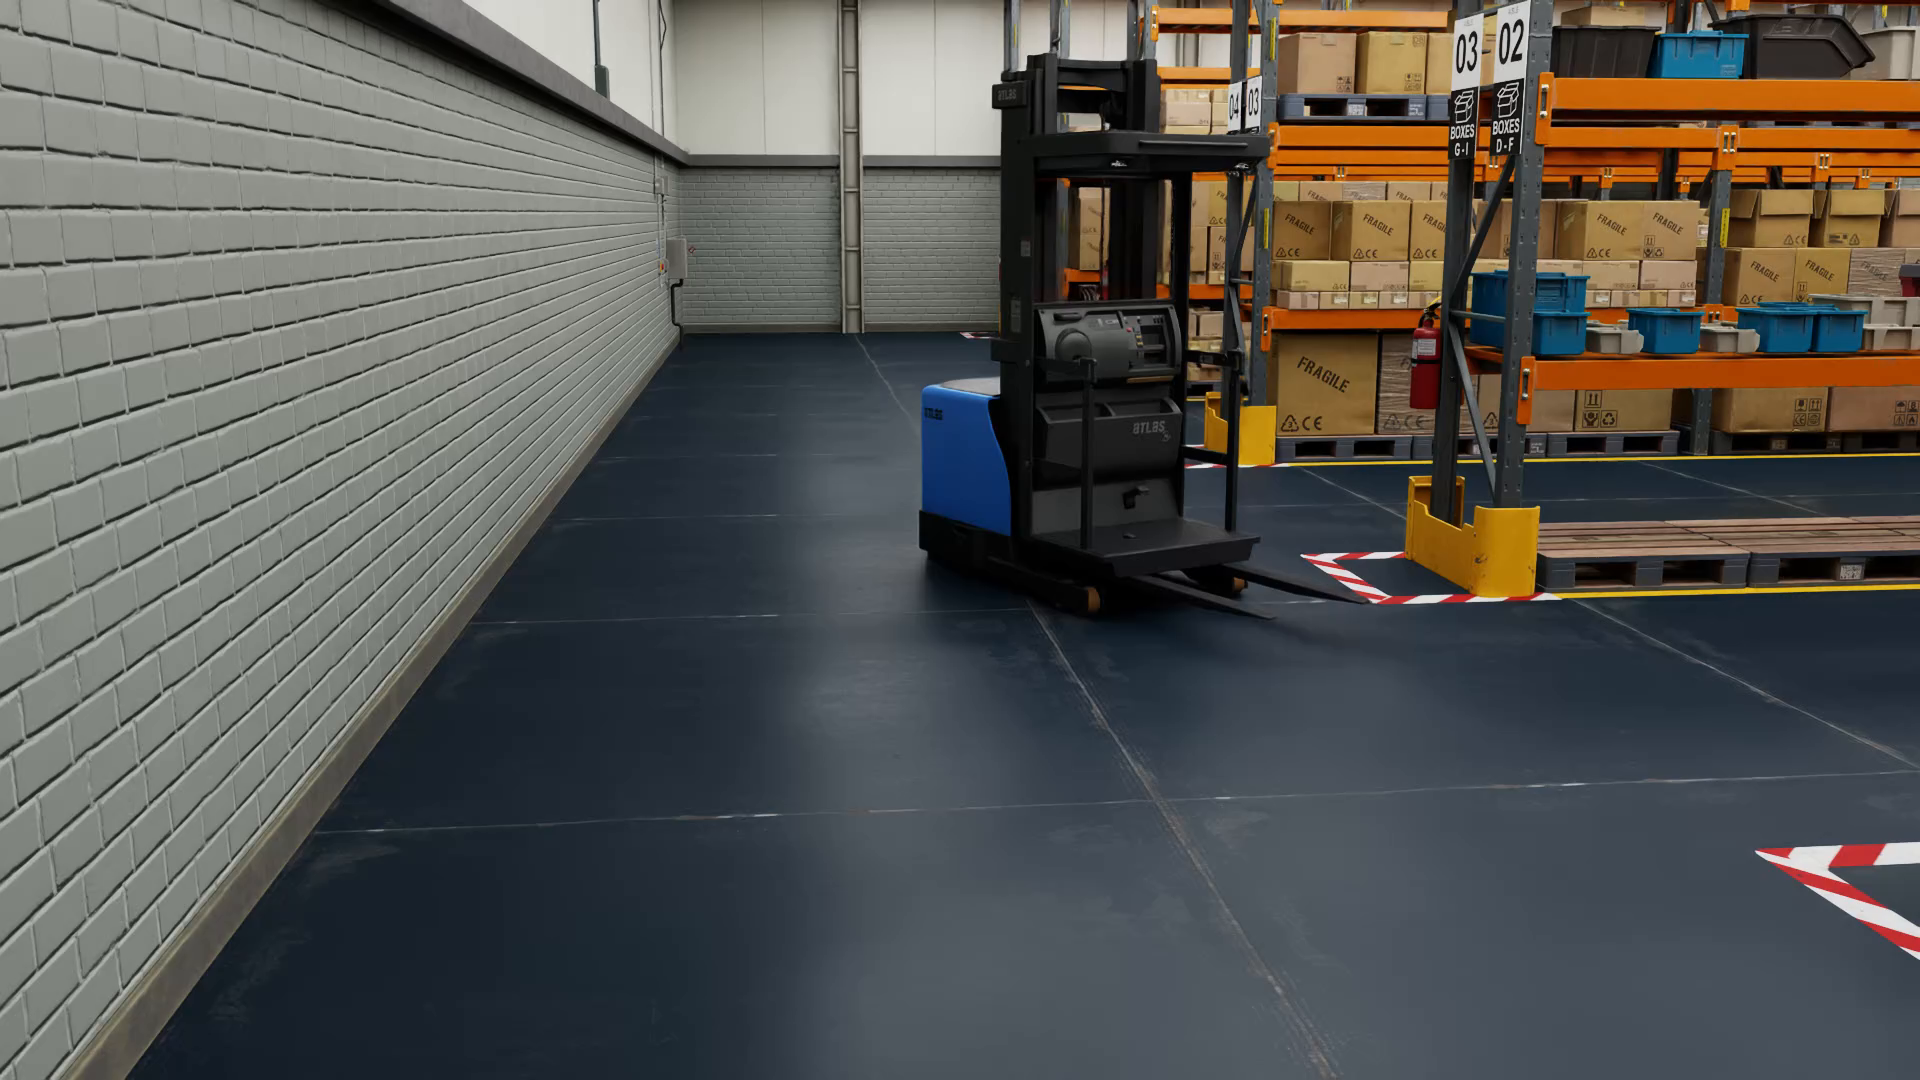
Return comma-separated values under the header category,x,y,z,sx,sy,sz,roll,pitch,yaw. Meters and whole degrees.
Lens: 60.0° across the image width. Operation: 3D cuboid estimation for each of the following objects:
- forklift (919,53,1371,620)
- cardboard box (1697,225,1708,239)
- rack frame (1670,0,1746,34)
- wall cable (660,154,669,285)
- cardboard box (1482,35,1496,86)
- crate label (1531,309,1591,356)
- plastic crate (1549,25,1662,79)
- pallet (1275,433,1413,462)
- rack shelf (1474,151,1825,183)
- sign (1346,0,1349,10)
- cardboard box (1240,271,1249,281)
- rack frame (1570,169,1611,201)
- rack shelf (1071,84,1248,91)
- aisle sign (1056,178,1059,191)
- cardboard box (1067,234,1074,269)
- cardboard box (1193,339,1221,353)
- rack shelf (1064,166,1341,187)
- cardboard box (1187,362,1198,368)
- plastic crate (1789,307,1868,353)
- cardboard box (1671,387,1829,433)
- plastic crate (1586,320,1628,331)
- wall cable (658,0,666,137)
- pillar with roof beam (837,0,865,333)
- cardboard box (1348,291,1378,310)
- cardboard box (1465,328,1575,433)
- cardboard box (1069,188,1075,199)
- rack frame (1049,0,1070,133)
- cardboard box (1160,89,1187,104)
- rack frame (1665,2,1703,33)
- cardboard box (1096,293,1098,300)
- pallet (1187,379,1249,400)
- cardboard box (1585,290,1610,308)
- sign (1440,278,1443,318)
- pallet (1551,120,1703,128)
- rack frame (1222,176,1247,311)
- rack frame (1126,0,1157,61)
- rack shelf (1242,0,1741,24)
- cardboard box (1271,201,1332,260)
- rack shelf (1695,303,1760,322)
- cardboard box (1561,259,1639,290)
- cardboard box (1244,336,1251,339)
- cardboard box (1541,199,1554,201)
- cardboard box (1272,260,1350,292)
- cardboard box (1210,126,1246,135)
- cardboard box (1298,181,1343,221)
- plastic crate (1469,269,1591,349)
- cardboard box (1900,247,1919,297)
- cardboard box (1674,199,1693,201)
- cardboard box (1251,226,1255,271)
category,x,y,z,sx,sy,sz,roll,pitch,yaw
forklift,0.948,-1.133,9.032,1.130,2.935,3.031,-7,13,-31
cardboard box,8.540,-3.594,19.395,0.250,0.149,0.380,-1,11,-6
rack frame,6.452,-5.245,14.220,0.127,3.000,1.000,-1,11,-6
wall cable,-4.363,-4.767,24.706,0.122,1.984,0.588,-1,11,-6
cardboard box,4.610,-4.056,14.339,0.500,0.500,0.700,-1,11,-4
crate label,3.291,-1.158,9.259,0.303,0.233,0.416,-1,11,-6
plastic crate,3.423,-2.631,9.036,0.590,0.269,0.497,-1,11,-6
pallet,3.262,-0.882,14.805,1.213,0.211,1.003,-1,11,-6
rack shelf,8.005,-4.415,19.640,4.000,0.370,1.077,-1,11,-6
sign,5.417,-7.575,23.238,0.005,0.325,0.100,-1,11,-6
cardboard box,3.162,-3.032,19.168,0.250,0.149,0.380,-1,11,-3
rack frame,9.358,-4.285,24.890,0.127,3.000,1.000,-1,11,-6
rack shelf,2.854,-7.701,28.587,4.000,0.370,1.077,-1,11,-6
aisle sign,1.365,-5.337,23.501,0.004,0.787,0.394,-1,11,-6
cardboard box,1.856,-4.229,24.342,0.500,0.500,0.500,-1,11,-6
cardboard box,2.859,-2.245,19.272,0.250,0.149,0.380,-1,11,-5
rack shelf,3.393,-5.279,24.034,4.000,0.370,1.077,-1,11,-6
cardboard box,2.589,-2.086,19.235,0.250,0.149,0.380,-1,11,-4
plastic crate,4.899,-1.191,9.430,0.300,0.233,0.416,-1,11,-6
cardboard box,7.086,-1.482,15.051,0.875,0.875,1.225,-1,11,-6
plastic crate,3.801,-1.220,9.826,0.243,0.136,0.396,-1,11,-6
wall cable,-4.561,-7.587,26.037,0.133,3.039,2.988,-1,11,-6
pillar with roof beam,-1.448,-7.305,24.699,0.400,9.000,9.100,-1,11,-6
cardboard box,3.373,-2.050,14.171,0.250,0.149,0.380,-1,11,-7
cardboard box,4.892,-1.448,14.876,0.875,0.875,0.875,-1,11,-6
cardboard box,1.740,-5.022,24.107,0.250,0.149,0.380,-1,11,-5
rack frame,1.405,-7.062,23.463,0.127,3.000,1.000,-1,11,-6
cardboard box,2.387,-4.974,18.675,0.250,0.149,0.380,-1,11,-7
rack frame,12.795,-8.264,29.576,0.127,3.000,1.000,-1,11,-6
cardboard box,2.338,-4.055,29.109,0.500,0.500,0.700,-1,11,-4
pallet,2.927,-1.815,19.553,1.213,0.211,1.003,-1,11,-6
cardboard box,5.417,-2.093,14.389,0.250,0.149,0.380,-1,11,-5
sign,2.935,-1.454,10.063,0.005,0.325,0.100,-1,11,-6
pallet,5.637,-3.715,14.442,1.213,0.211,1.003,-1,11,-6
rack frame,4.842,-5.154,29.307,0.127,3.000,1.000,-1,11,-6
rack frame,2.040,-6.115,18.645,0.127,3.000,1.000,-1,11,-6
rack shelf,4.464,-4.654,14.116,4.000,0.370,1.077,-1,11,-6
cardboard box,2.931,-2.719,14.596,0.500,0.500,0.500,-1,11,-5
rack shelf,8.440,-1.990,15.080,4.000,0.370,1.077,-1,11,-6
cardboard box,5.527,-2.303,14.425,0.500,0.250,0.500,-1,11,-4
cardboard box,3.303,-2.347,19.792,0.250,0.149,0.380,-2,11,-8
cardboard box,8.363,-4.752,24.411,0.500,0.500,0.500,-1,11,-5
cardboard box,2.982,-2.249,14.148,0.500,0.250,0.500,-2,11,-8
cardboard box,3.038,-4.540,18.799,0.500,0.250,0.500,-1,11,-4
cardboard box,4.042,-3.845,19.028,0.500,0.500,0.500,-2,11,-8
plastic crate,3.323,-1.358,9.752,0.499,0.435,0.616,-1,11,-6
cardboard box,8.447,-2.345,14.761,0.500,0.500,0.500,-1,11,-5
cardboard box,10.954,-5.093,25.197,0.250,0.149,0.380,-2,11,-9
cardboard box,3.534,-3.347,19.085,0.500,0.500,0.500,-1,11,-5
